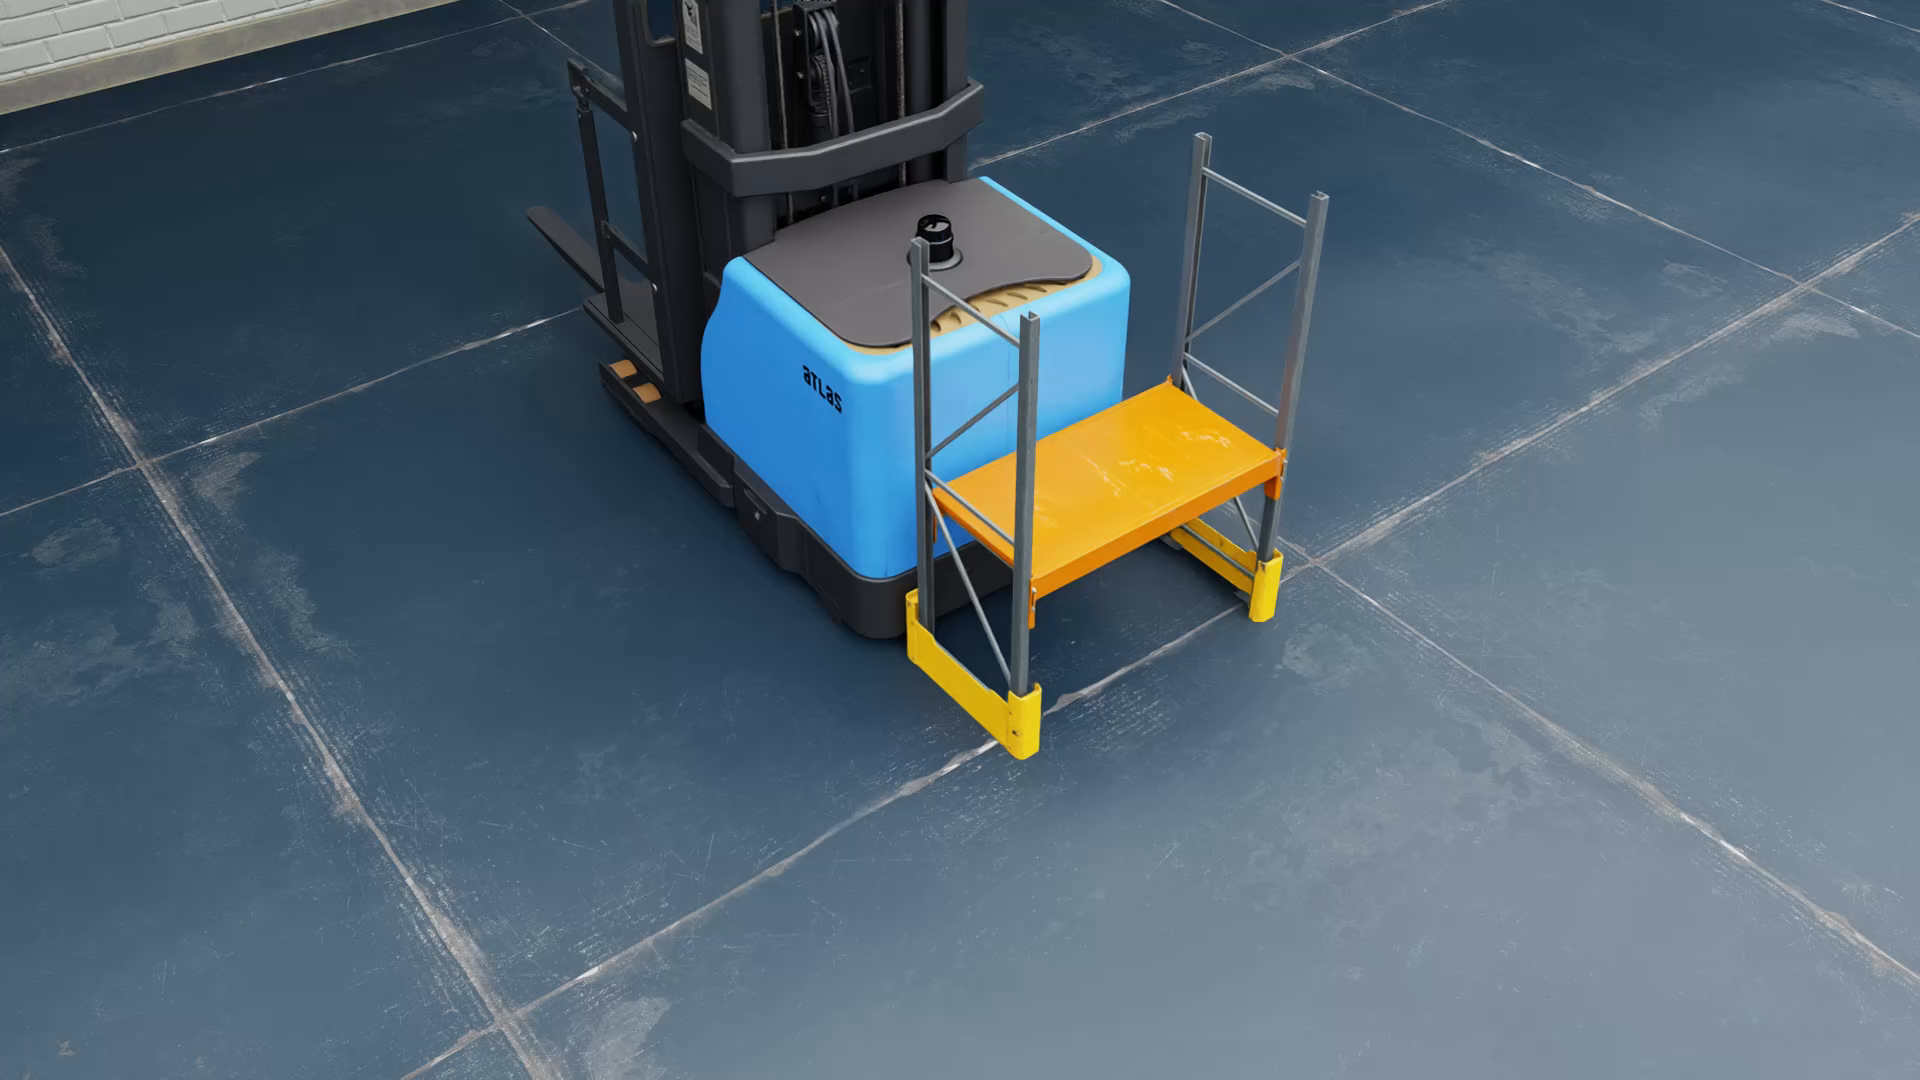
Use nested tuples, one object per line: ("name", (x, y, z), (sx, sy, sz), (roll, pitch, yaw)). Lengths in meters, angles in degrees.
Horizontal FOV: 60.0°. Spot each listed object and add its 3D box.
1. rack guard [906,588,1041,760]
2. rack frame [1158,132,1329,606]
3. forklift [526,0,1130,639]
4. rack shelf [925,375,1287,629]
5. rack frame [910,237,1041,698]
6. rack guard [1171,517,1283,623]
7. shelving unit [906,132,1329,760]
("rack guard", (0.034, 0.400, 5.066), (0.087, 0.250, 0.587), (-26, 46, -28))
("rack frame", (0.842, -0.474, 5.145), (0.032, 1.500, 0.500), (-26, 46, -28))
("forklift", (-0.718, -1.715, 5.529), (1.130, 2.935, 3.031), (-24, 45, -26))
("rack shelf", (0.438, -0.140, 5.021), (1.000, 0.185, 0.538), (-26, 46, -28))
("rack frame", (0.033, -0.083, 4.669), (0.032, 1.500, 0.500), (-26, 46, -28))
("rack guard", (0.826, 0.017, 5.533), (0.087, 0.250, 0.587), (-26, 46, -28))
("shelving unit", (0.430, -0.275, 4.903), (1.083, 1.500, 0.587), (-26, 46, -28))
